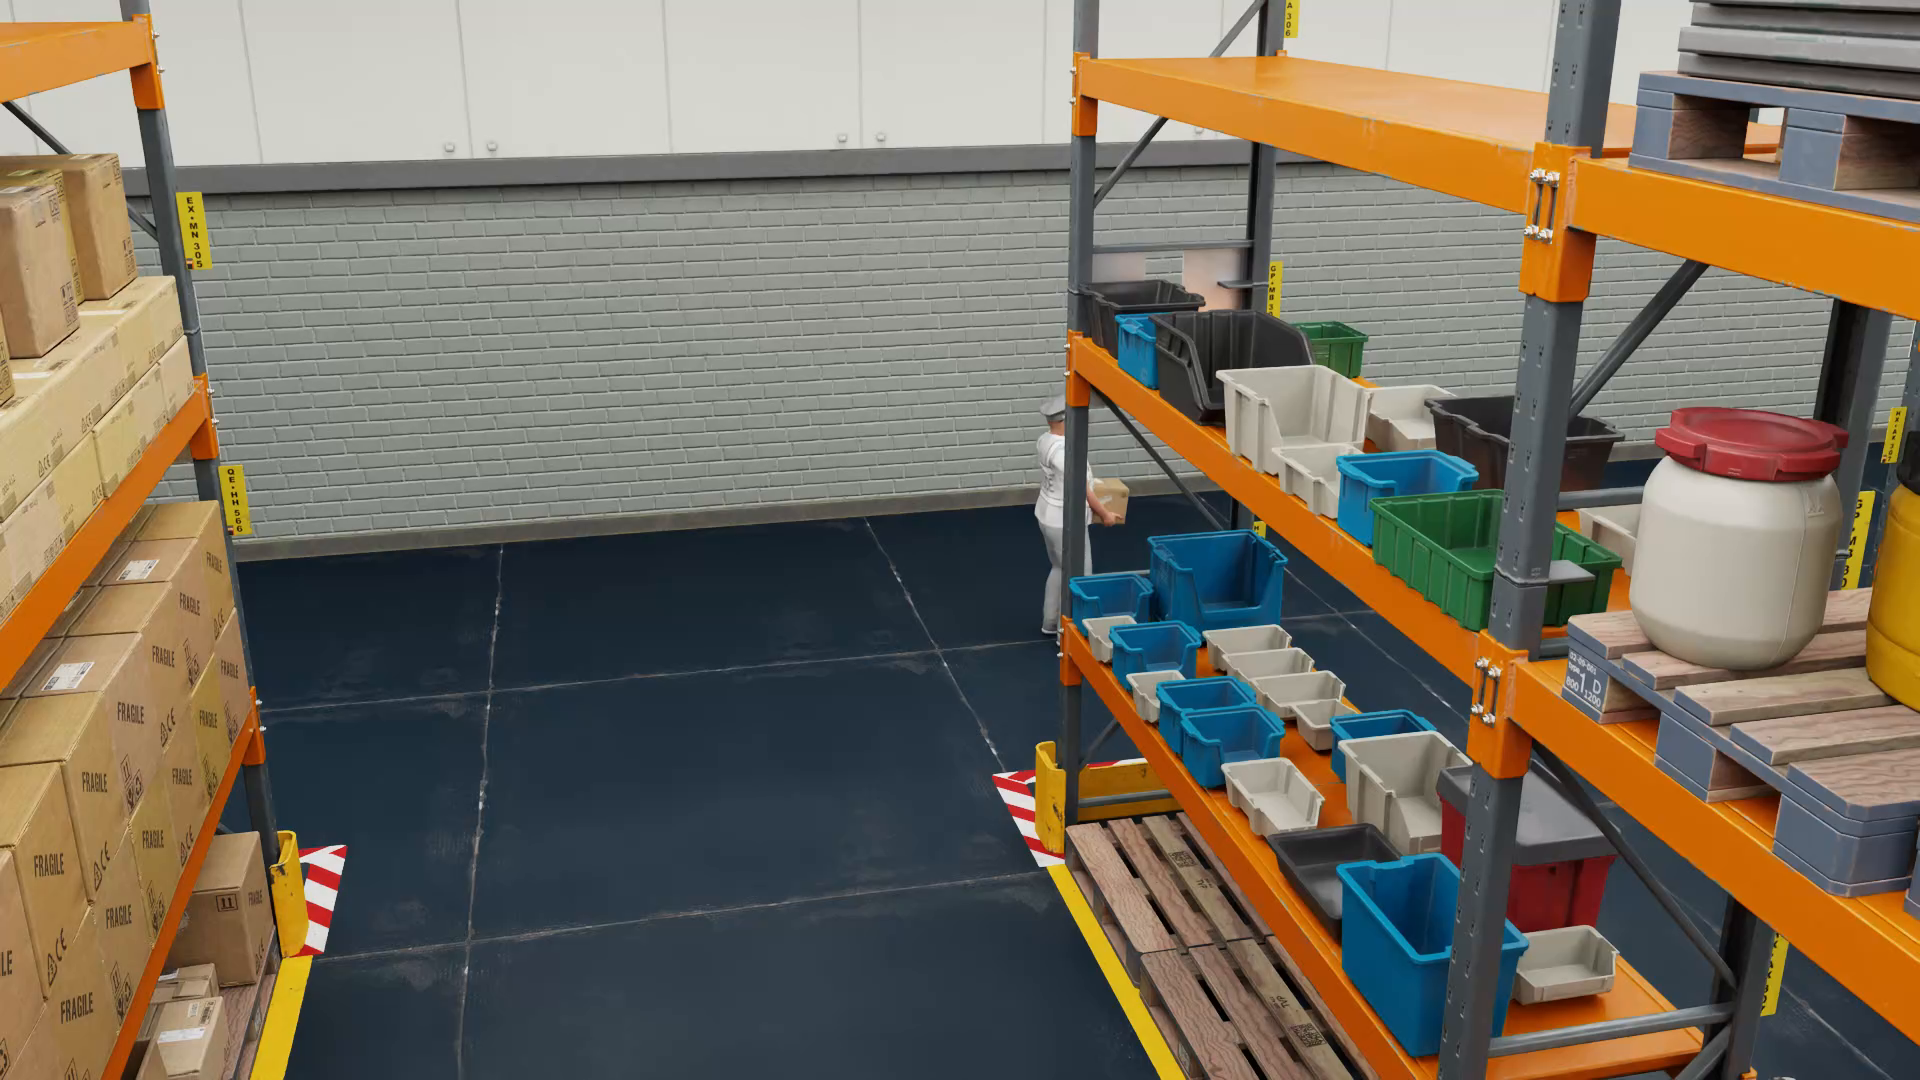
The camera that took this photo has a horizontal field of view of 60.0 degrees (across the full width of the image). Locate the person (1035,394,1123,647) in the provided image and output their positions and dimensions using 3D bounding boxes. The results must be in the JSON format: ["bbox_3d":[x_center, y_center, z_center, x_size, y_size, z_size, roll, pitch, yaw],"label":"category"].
[{"bbox_3d":[0.805,-0.141,11.437,0.563,1.768,0.494,-4,20,-12],"label":"person"}]
